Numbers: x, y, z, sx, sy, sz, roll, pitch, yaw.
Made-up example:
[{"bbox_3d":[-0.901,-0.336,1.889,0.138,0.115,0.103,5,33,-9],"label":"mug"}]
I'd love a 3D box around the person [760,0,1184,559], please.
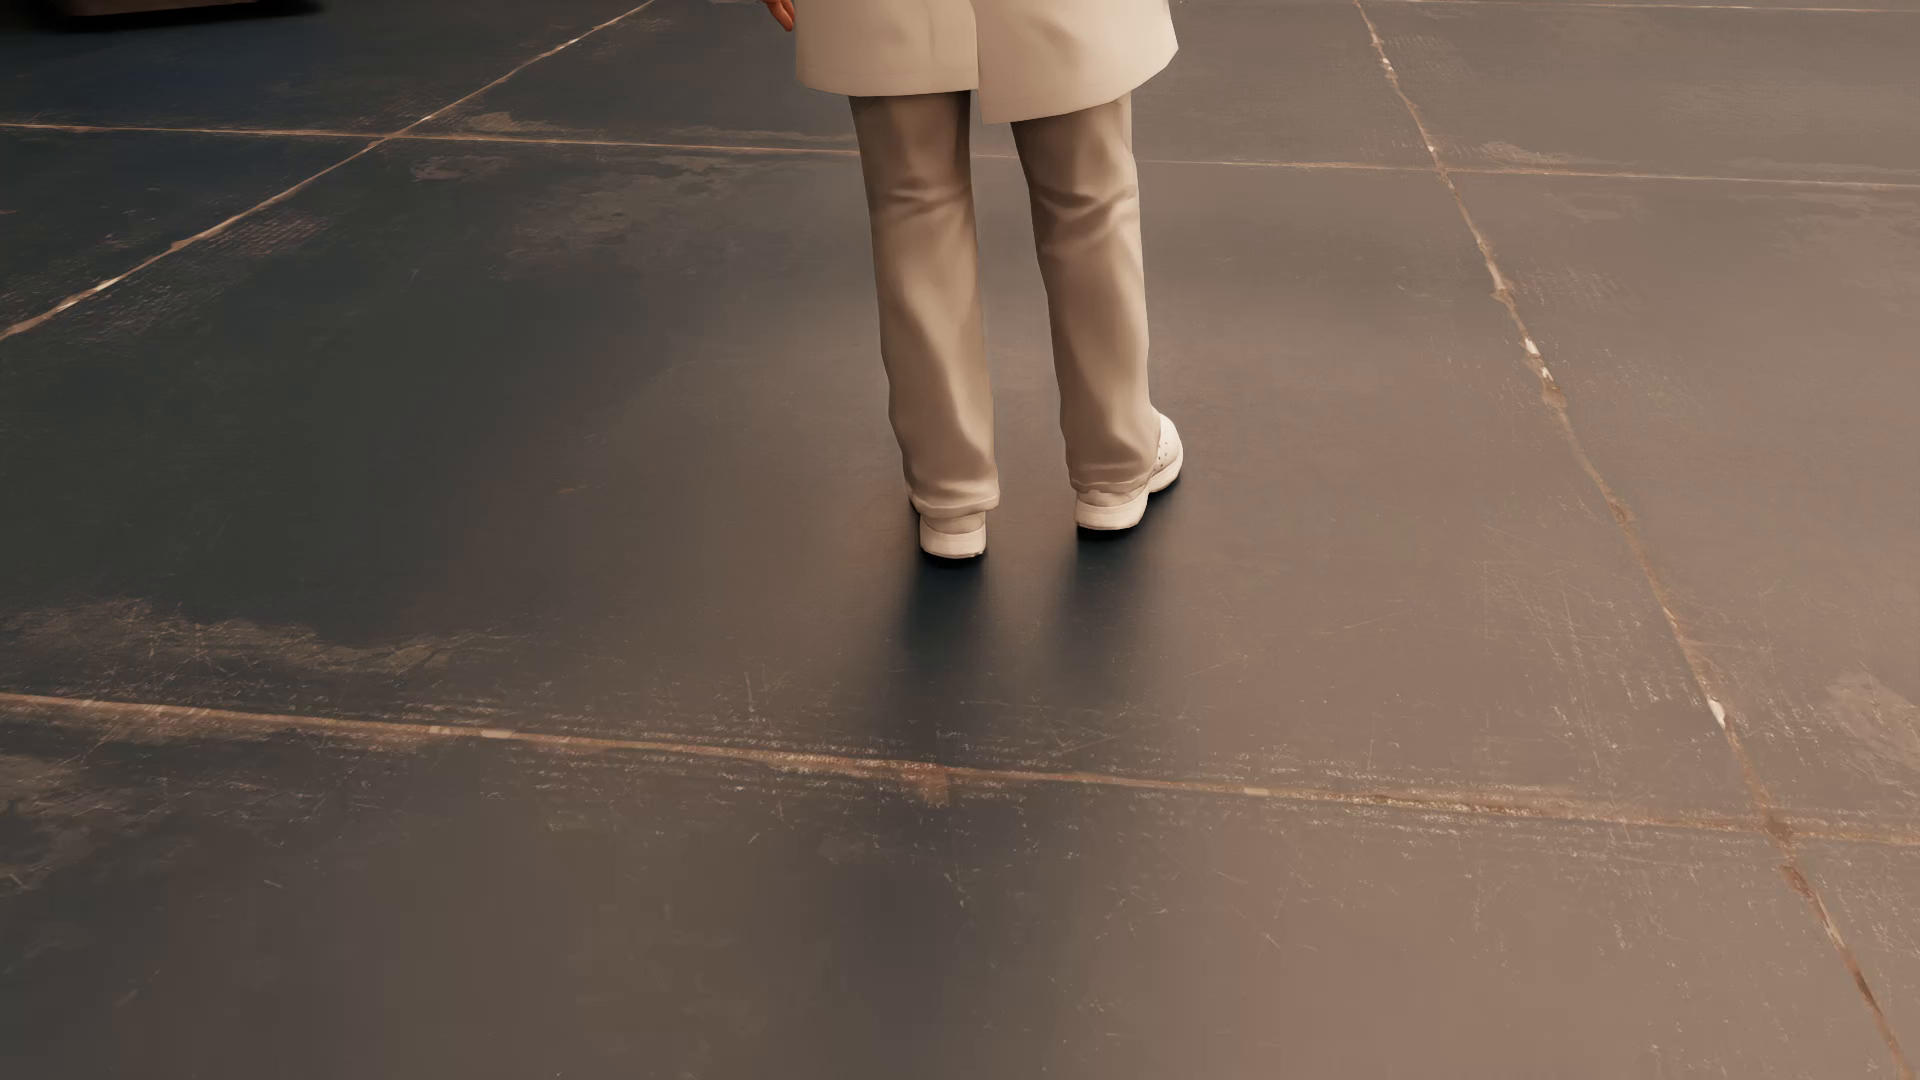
[{"bbox_3d":[0.017,-0.842,2.179,0.696,1.776,0.581,3,27,7],"label":"person"}]

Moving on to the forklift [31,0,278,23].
[{"bbox_3d":[-3.803,-3.914,7.063,1.130,2.935,3.031,-17,31,-30],"label":"forklift"}]
